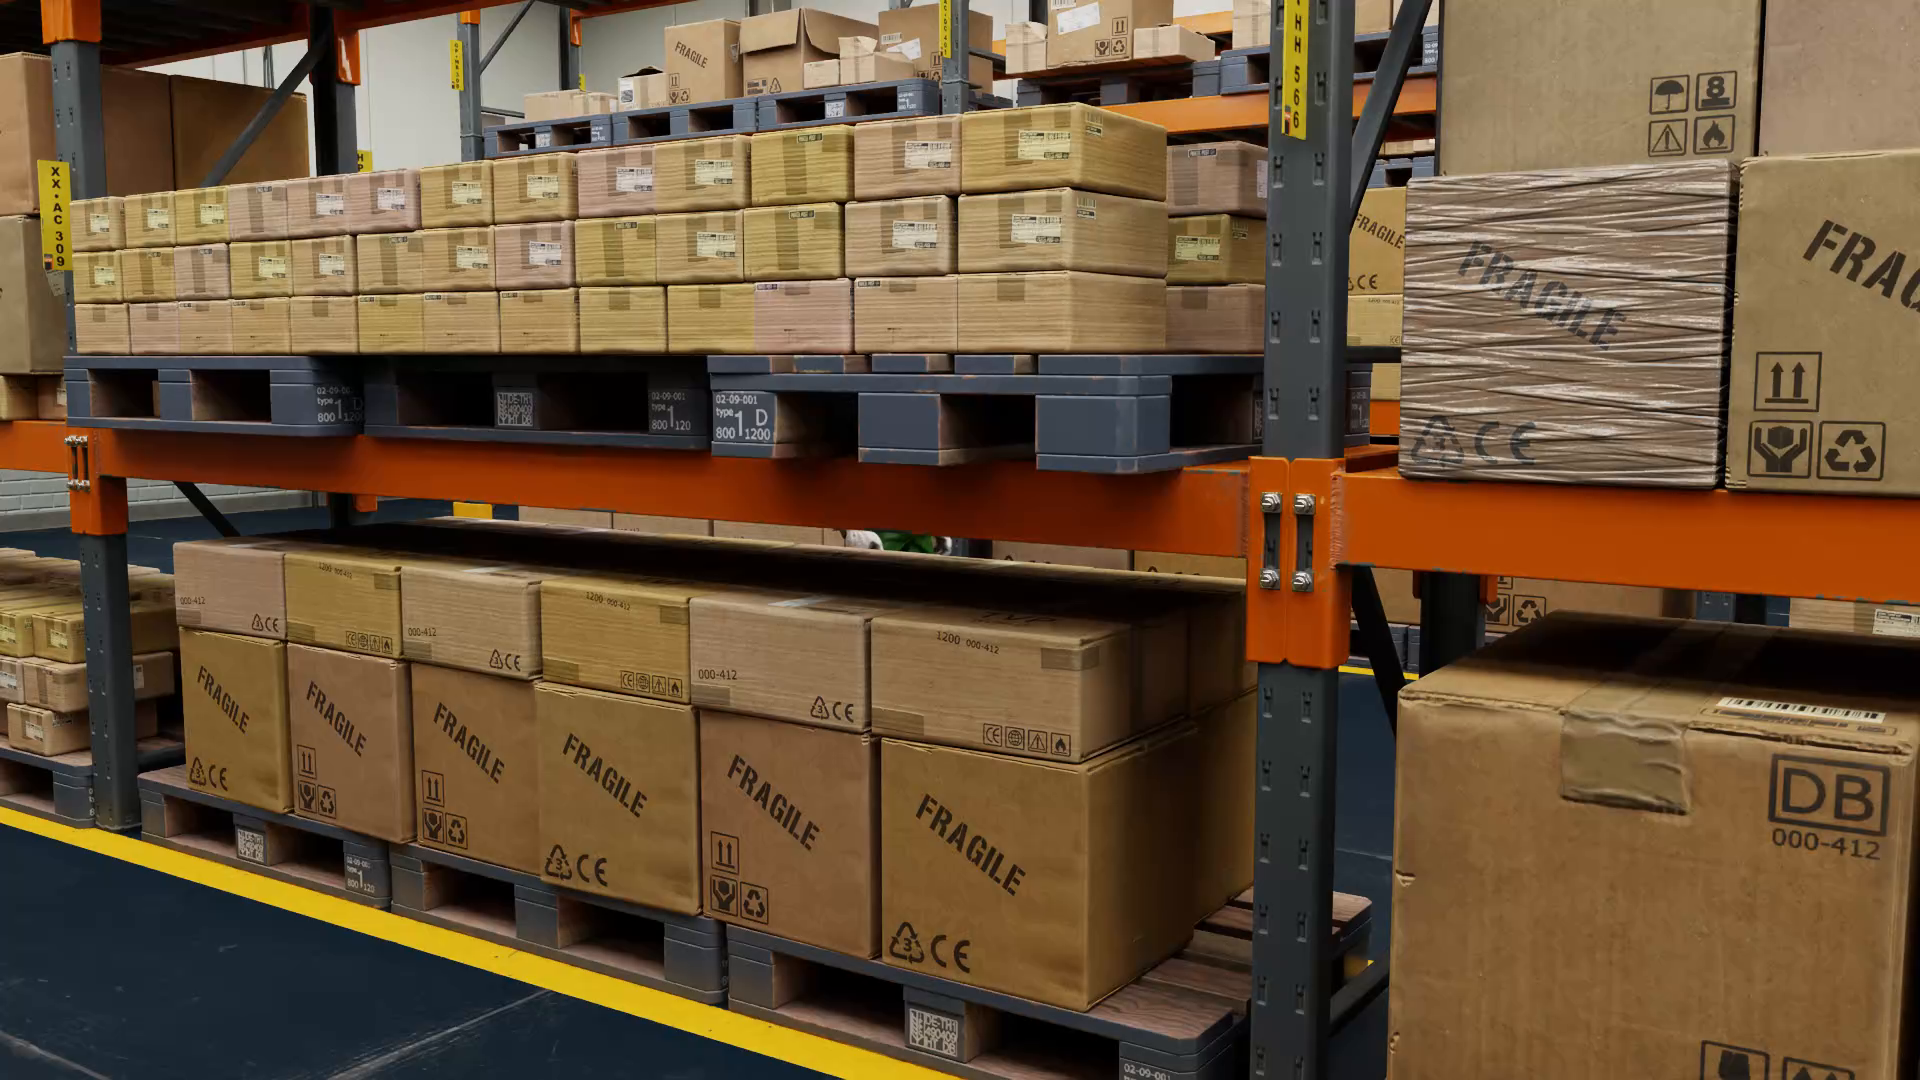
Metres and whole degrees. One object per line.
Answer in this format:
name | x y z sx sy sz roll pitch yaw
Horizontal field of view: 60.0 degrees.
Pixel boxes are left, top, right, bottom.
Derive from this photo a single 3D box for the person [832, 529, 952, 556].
person | -0.238 -0.036 5.974 0.445 1.781 0.622 4 7 31
